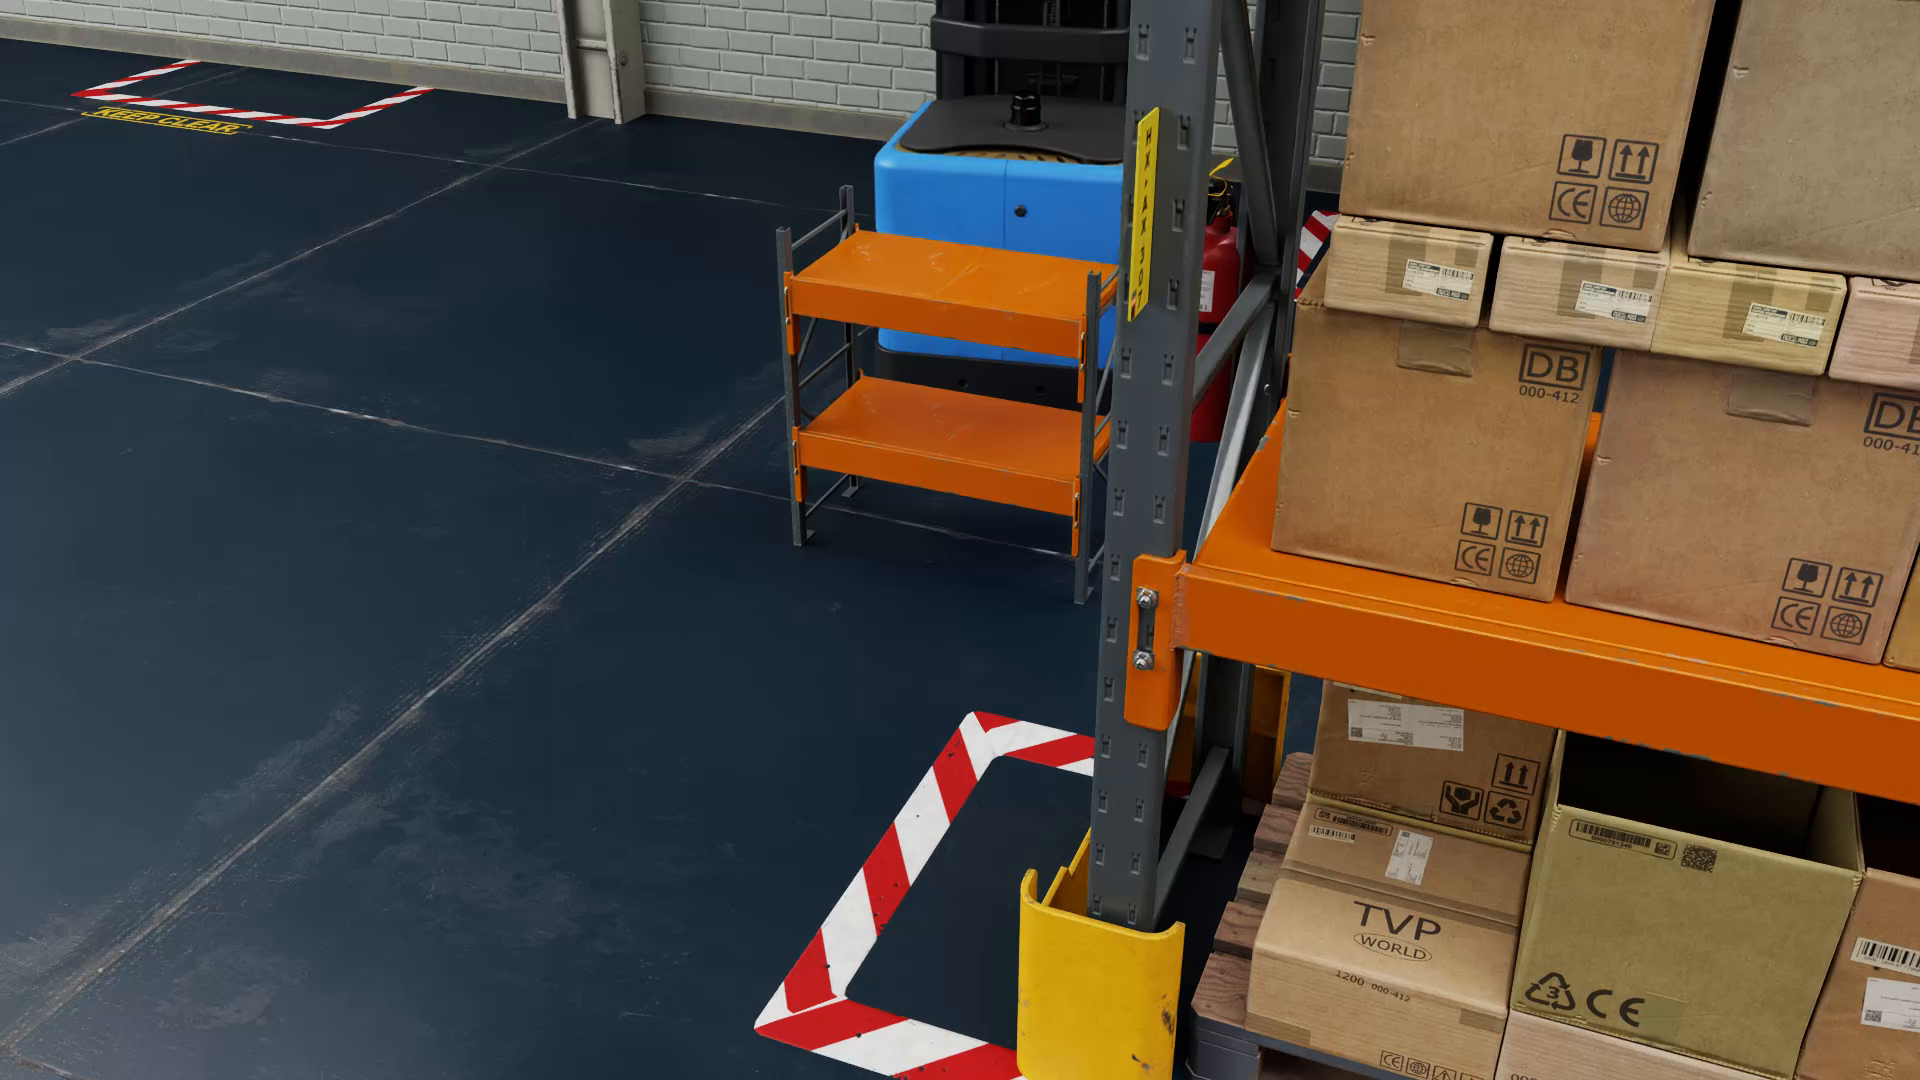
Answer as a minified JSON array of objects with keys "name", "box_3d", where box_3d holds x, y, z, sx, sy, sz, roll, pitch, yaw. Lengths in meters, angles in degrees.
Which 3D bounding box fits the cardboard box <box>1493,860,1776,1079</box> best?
[{"name":"cardboard box","box_3d":[1.385,0.948,3.392,0.500,0.250,0.500,11,31,19]}]

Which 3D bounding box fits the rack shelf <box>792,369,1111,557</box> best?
[{"name":"rack shelf","box_3d":[0.006,-0.276,5.591,1.000,0.278,0.538,11,31,19]}]

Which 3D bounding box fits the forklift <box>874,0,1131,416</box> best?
[{"name":"forklift","box_3d":[0.493,-2.408,7.031,1.130,2.935,3.031,6,30,11]}]

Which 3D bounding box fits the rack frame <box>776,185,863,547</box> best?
[{"name":"rack frame","box_3d":[-0.465,-0.582,5.637,0.032,1.125,0.500,11,31,19]}]

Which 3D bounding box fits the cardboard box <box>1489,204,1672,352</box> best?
[{"name":"cardboard box","box_3d":[1.035,-0.465,2.764,0.250,0.149,0.380,10,31,18]}]

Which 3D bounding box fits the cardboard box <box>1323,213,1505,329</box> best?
[{"name":"cardboard box","box_3d":[0.790,-0.513,2.848,0.250,0.149,0.380,11,31,19]}]

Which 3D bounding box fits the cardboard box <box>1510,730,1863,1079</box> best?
[{"name":"cardboard box","box_3d":[1.384,0.622,3.206,0.500,0.500,0.500,11,31,19]}]

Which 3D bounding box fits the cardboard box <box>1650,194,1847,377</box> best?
[{"name":"cardboard box","box_3d":[1.266,-0.418,2.681,0.250,0.149,0.380,11,31,19]}]

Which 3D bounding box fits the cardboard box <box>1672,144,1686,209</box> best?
[{"name":"cardboard box","box_3d":[1.413,-0.605,3.011,0.250,0.149,0.380,11,31,18]}]

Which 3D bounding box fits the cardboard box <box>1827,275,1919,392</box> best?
[{"name":"cardboard box","box_3d":[1.499,-0.371,2.597,0.250,0.149,0.380,11,31,18]}]

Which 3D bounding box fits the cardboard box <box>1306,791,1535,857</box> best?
[{"name":"cardboard box","box_3d":[1.115,0.621,3.971,0.500,0.250,0.500,11,31,19]}]

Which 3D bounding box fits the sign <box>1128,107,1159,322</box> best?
[{"name":"sign","box_3d":[0.293,-0.517,2.656,0.005,0.325,0.100,11,31,19]}]

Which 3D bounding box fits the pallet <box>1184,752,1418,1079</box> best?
[{"name":"pallet","box_3d":[1.231,0.979,3.804,1.213,0.211,1.003,11,31,19]}]

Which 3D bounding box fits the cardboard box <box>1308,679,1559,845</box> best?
[{"name":"cardboard box","box_3d":[1.116,0.294,3.788,0.500,0.500,0.500,11,31,19]}]

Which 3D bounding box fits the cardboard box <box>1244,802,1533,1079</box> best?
[{"name":"cardboard box","box_3d":[0.920,0.857,3.553,0.500,0.250,0.500,11,31,19]}]

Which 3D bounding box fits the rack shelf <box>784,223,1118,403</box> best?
[{"name":"rack shelf","box_3d":[0.006,-0.743,5.327,1.000,0.278,0.538,11,31,19]}]

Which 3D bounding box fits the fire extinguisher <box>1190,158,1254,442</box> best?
[{"name":"fire extinguisher","box_3d":[0.572,-0.558,3.767,0.183,0.674,0.296,11,31,19]}]

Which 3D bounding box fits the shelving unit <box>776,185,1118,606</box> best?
[{"name":"shelving unit","box_3d":[0.006,-0.488,5.471,1.048,1.125,0.538,11,31,19]}]

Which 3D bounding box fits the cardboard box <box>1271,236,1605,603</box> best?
[{"name":"cardboard box","box_3d":[0.935,-0.309,3.147,0.500,0.500,0.700,11,31,19]}]

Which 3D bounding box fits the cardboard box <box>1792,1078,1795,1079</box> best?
[{"name":"cardboard box","box_3d":[1.848,1.041,3.228,0.500,0.250,0.500,11,31,19]}]

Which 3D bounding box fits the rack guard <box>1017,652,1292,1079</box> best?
[{"name":"rack guard","box_3d":[0.485,0.726,3.957,0.348,0.500,1.175,11,31,19]}]

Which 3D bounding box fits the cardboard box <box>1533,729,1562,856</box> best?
[{"name":"cardboard box","box_3d":[1.583,0.708,3.817,0.500,0.250,0.500,11,31,19]}]

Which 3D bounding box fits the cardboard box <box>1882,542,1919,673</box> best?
[{"name":"cardboard box","box_3d":[1.881,-0.120,2.812,0.500,0.500,0.700,12,31,19]}]

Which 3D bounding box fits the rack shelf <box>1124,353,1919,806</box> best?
[{"name":"rack shelf","box_3d":[2.360,0.325,2.857,4.000,0.370,1.077,11,31,19]}]

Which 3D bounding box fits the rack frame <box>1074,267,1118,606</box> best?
[{"name":"rack frame","box_3d":[0.477,-0.394,5.305,0.032,1.125,0.500,11,31,19]}]

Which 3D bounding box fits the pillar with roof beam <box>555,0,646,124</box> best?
[{"name":"pillar with roof beam","box_3d":[-3.838,-4.641,4.815,0.400,9.000,9.100,11,31,19]}]

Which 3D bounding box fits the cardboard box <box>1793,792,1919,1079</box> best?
[{"name":"cardboard box","box_3d":[1.853,0.709,3.053,0.500,0.500,0.500,11,31,19]}]

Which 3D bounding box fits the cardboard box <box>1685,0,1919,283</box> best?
[{"name":"cardboard box","box_3d":[1.473,-0.769,2.642,0.500,0.500,0.700,10,31,18]}]

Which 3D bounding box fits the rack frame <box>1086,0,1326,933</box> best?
[{"name":"rack frame","box_3d":[0.507,-0.358,3.334,0.127,3.000,1.000,11,31,19]}]

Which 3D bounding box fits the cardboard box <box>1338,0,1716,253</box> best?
[{"name":"cardboard box","box_3d":[0.984,-0.864,2.810,0.500,0.500,0.700,11,31,19]}]

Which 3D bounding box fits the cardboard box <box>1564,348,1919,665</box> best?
[{"name":"cardboard box","box_3d":[1.423,-0.214,2.979,0.500,0.500,0.700,12,32,20]}]
